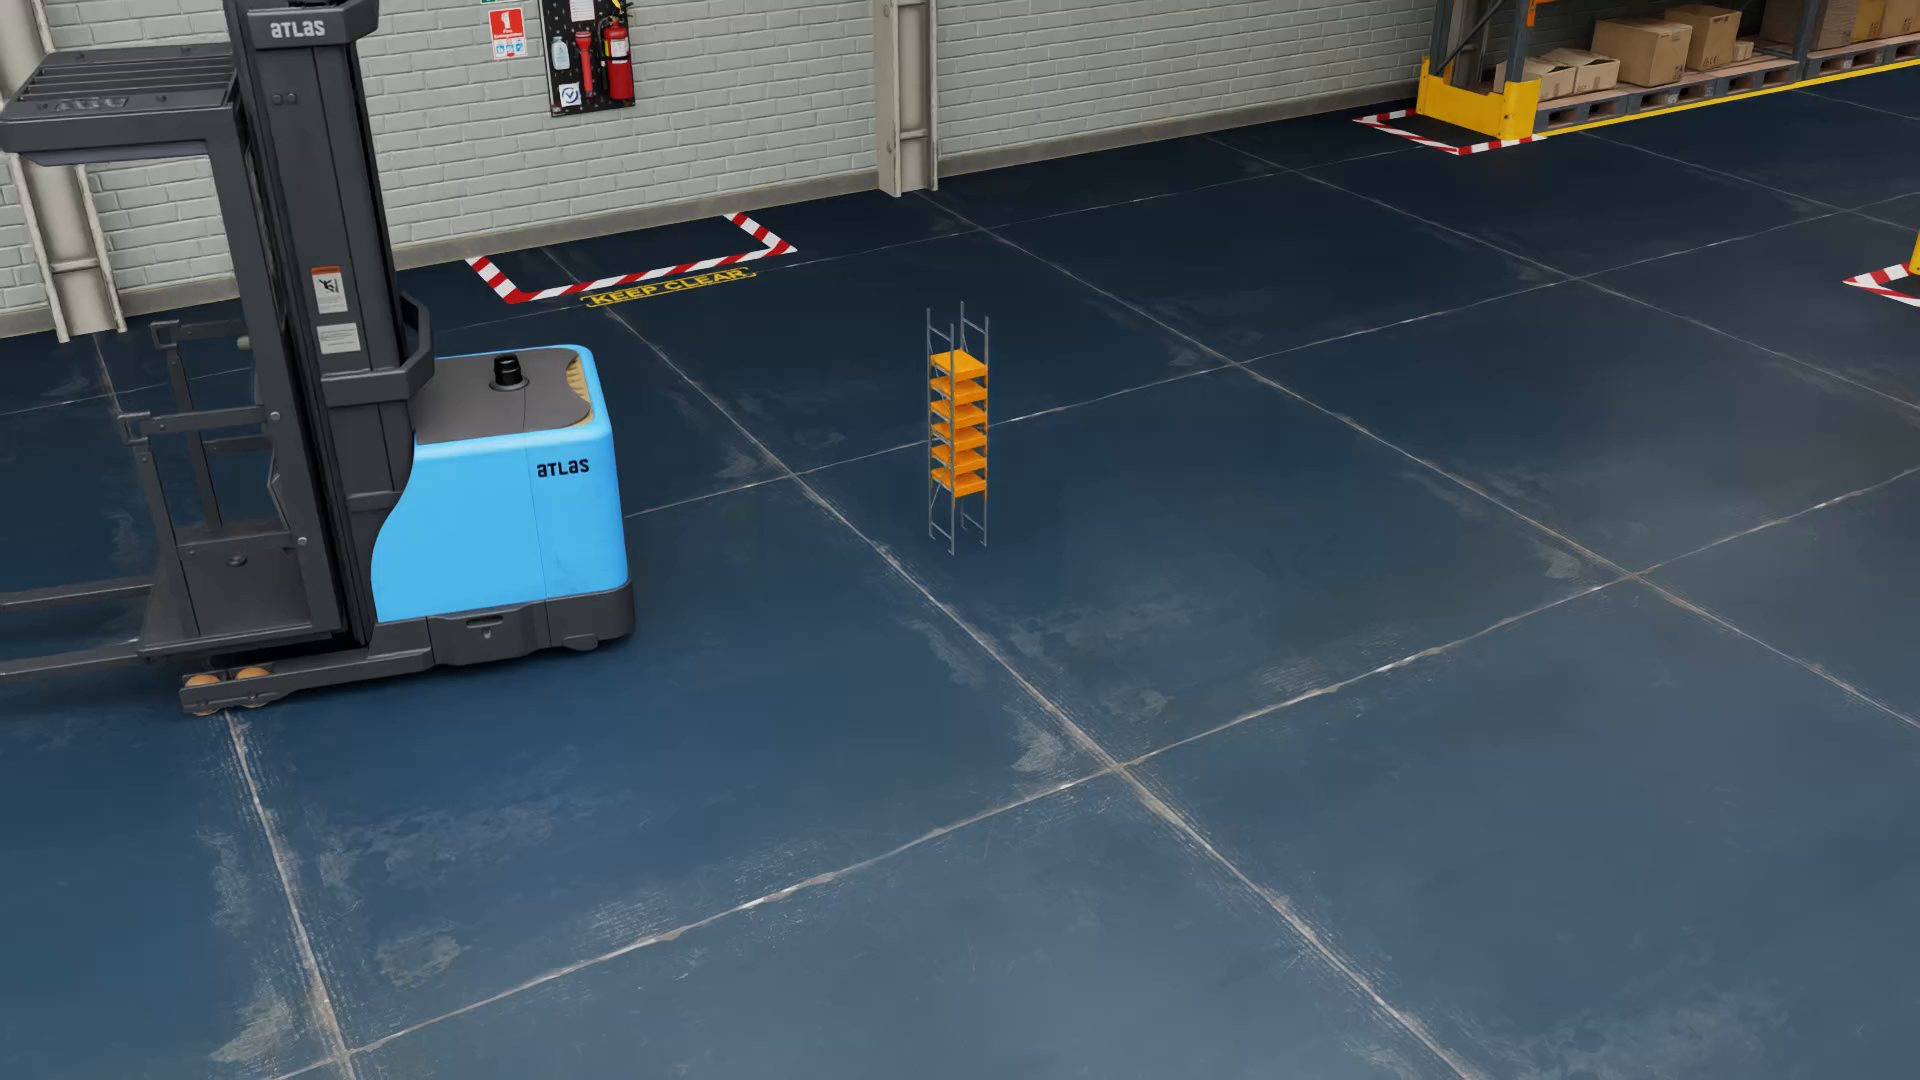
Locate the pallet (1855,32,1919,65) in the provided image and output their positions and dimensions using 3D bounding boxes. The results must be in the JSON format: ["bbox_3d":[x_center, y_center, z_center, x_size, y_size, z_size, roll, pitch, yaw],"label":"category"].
[{"bbox_3d":[9.759,-5.327,17.683,1.213,0.211,1.003,-16,33,-26],"label":"pallet"}]

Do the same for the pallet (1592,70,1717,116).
[{"bbox_3d":[6.421,-4.355,15.923,1.213,0.211,1.003,-16,33,-26],"label":"pallet"}]

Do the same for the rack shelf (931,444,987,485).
[{"bbox_3d":[-0.012,-0.378,8.033,0.180,0.103,0.258,-16,33,-26],"label":"rack shelf"}]

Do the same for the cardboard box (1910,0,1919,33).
[{"bbox_3d":[9.973,-5.724,17.649,0.500,0.500,0.700,-16,33,-27],"label":"cardboard box"}]

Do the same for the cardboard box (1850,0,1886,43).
[{"bbox_3d":[9.082,-5.488,17.222,0.500,0.500,0.700,-17,33,-27],"label":"cardboard box"}]

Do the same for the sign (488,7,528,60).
[{"bbox_3d":[-3.100,-3.474,11.403,0.234,0.329,0.001,-16,33,-26],"label":"sign"}]

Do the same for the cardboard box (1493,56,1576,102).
[{"bbox_3d":[5.229,-4.224,15.127,0.500,0.311,0.500,-20,35,-32],"label":"cardboard box"}]

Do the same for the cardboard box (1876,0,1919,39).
[{"bbox_3d":[9.542,-5.596,17.418,0.500,0.500,0.700,-15,32,-26],"label":"cardboard box"}]

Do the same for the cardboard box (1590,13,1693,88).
[{"bbox_3d":[6.378,-4.605,15.621,0.500,0.500,0.700,-18,34,-29],"label":"cardboard box"}]

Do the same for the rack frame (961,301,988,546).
[{"bbox_3d":[0.066,-0.544,7.994,0.006,1.200,0.240,-16,33,-26],"label":"rack frame"}]

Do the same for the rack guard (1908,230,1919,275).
[{"bbox_3d":[7.079,-1.914,11.200,0.348,0.500,1.175,-16,33,-26],"label":"rack guard"}]

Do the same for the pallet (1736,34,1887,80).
[{"bbox_3d":[8.706,-5.026,17.139,1.213,0.211,1.003,-16,33,-26],"label":"pallet"}]

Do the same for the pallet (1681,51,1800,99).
[{"bbox_3d":[7.475,-4.656,16.468,1.213,0.211,1.003,-16,33,-26],"label":"pallet"}]

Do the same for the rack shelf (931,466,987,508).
[{"bbox_3d":[-0.012,-0.273,8.091,0.180,0.103,0.258,-16,33,-26],"label":"rack shelf"}]

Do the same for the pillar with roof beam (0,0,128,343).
[{"bbox_3d":[-3.413,-3.504,5.286,0.400,9.000,9.100,-16,33,-26],"label":"pillar with roof beam"}]

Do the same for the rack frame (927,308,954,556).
[{"bbox_3d":[-0.091,-0.499,7.913,0.006,1.200,0.240,-16,33,-26],"label":"rack frame"}]

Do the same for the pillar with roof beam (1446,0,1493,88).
[{"bbox_3d":[6.933,-6.441,10.609,0.400,9.000,9.100,-16,33,-26],"label":"pillar with roof beam"}]

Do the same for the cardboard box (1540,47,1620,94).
[{"bbox_3d":[5.721,-4.363,15.380,0.500,0.311,0.500,-13,31,-22],"label":"cardboard box"}]

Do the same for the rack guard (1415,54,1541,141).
[{"bbox_3d":[4.652,-4.001,14.982,0.348,0.500,1.175,-16,33,-26],"label":"rack guard"}]

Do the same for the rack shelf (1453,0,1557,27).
[{"bbox_3d":[6.311,-5.251,15.405,4.000,0.370,1.077,-16,33,-26],"label":"rack shelf"}]

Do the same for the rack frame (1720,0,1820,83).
[{"bbox_3d":[8.036,-6.056,16.119,0.127,3.000,1.000,-16,33,-26],"label":"rack frame"}]

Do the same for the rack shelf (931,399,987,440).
[{"bbox_3d":[-0.012,-0.588,7.917,0.180,0.103,0.258,-16,33,-26],"label":"rack shelf"}]

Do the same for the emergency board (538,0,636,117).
[{"bbox_3d":[-2.571,-3.551,11.579,0.643,1.169,0.194,-16,33,-26],"label":"emergency board"}]

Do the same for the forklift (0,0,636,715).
[{"bbox_3d":[-3.018,-0.839,6.736,3.031,2.935,1.130,-8,30,-14],"label":"forklift"}]

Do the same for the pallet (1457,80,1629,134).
[{"bbox_3d":[5.371,-4.058,15.385,1.213,0.211,1.003,-16,33,-26],"label":"pallet"}]

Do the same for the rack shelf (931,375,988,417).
[{"bbox_3d":[-0.012,-0.693,7.859,0.180,0.103,0.258,-16,33,-26],"label":"rack shelf"}]

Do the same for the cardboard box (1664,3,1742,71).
[{"bbox_3d":[7.161,-4.883,16.126,0.500,0.500,0.500,-19,34,-30],"label":"cardboard box"}]

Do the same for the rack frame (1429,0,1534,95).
[{"bbox_3d":[4.587,-5.077,14.344,0.127,3.000,1.000,-16,33,-26],"label":"rack frame"}]

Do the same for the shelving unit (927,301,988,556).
[{"bbox_3d":[-0.012,-0.522,7.954,0.189,1.200,0.258,-16,33,-26],"label":"shelving unit"}]

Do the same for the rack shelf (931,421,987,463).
[{"bbox_3d":[-0.012,-0.483,7.975,0.180,0.103,0.258,-16,33,-26],"label":"rack shelf"}]

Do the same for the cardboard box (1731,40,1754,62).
[{"bbox_3d":[7.590,-4.864,16.437,0.250,0.166,0.380,-21,35,-33],"label":"cardboard box"}]

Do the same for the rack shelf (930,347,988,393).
[{"bbox_3d":[-0.012,-0.798,7.801,0.180,0.103,0.258,-16,33,-26],"label":"rack shelf"}]

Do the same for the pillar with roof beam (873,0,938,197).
[{"bbox_3d":[1.760,-4.973,7.947,0.400,9.000,9.100,-16,33,-26],"label":"pillar with roof beam"}]

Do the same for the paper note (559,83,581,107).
[{"bbox_3d":[-2.758,-3.150,11.766,0.142,0.148,0.016,-16,33,-26],"label":"paper note"}]

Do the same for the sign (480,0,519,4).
[{"bbox_3d":[-3.091,-3.703,11.270,0.331,0.109,0.001,-16,33,-26],"label":"sign"}]

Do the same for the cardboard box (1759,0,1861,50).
[{"bbox_3d":[8.662,-5.341,16.955,0.500,0.500,0.700,-15,32,-25],"label":"cardboard box"}]
